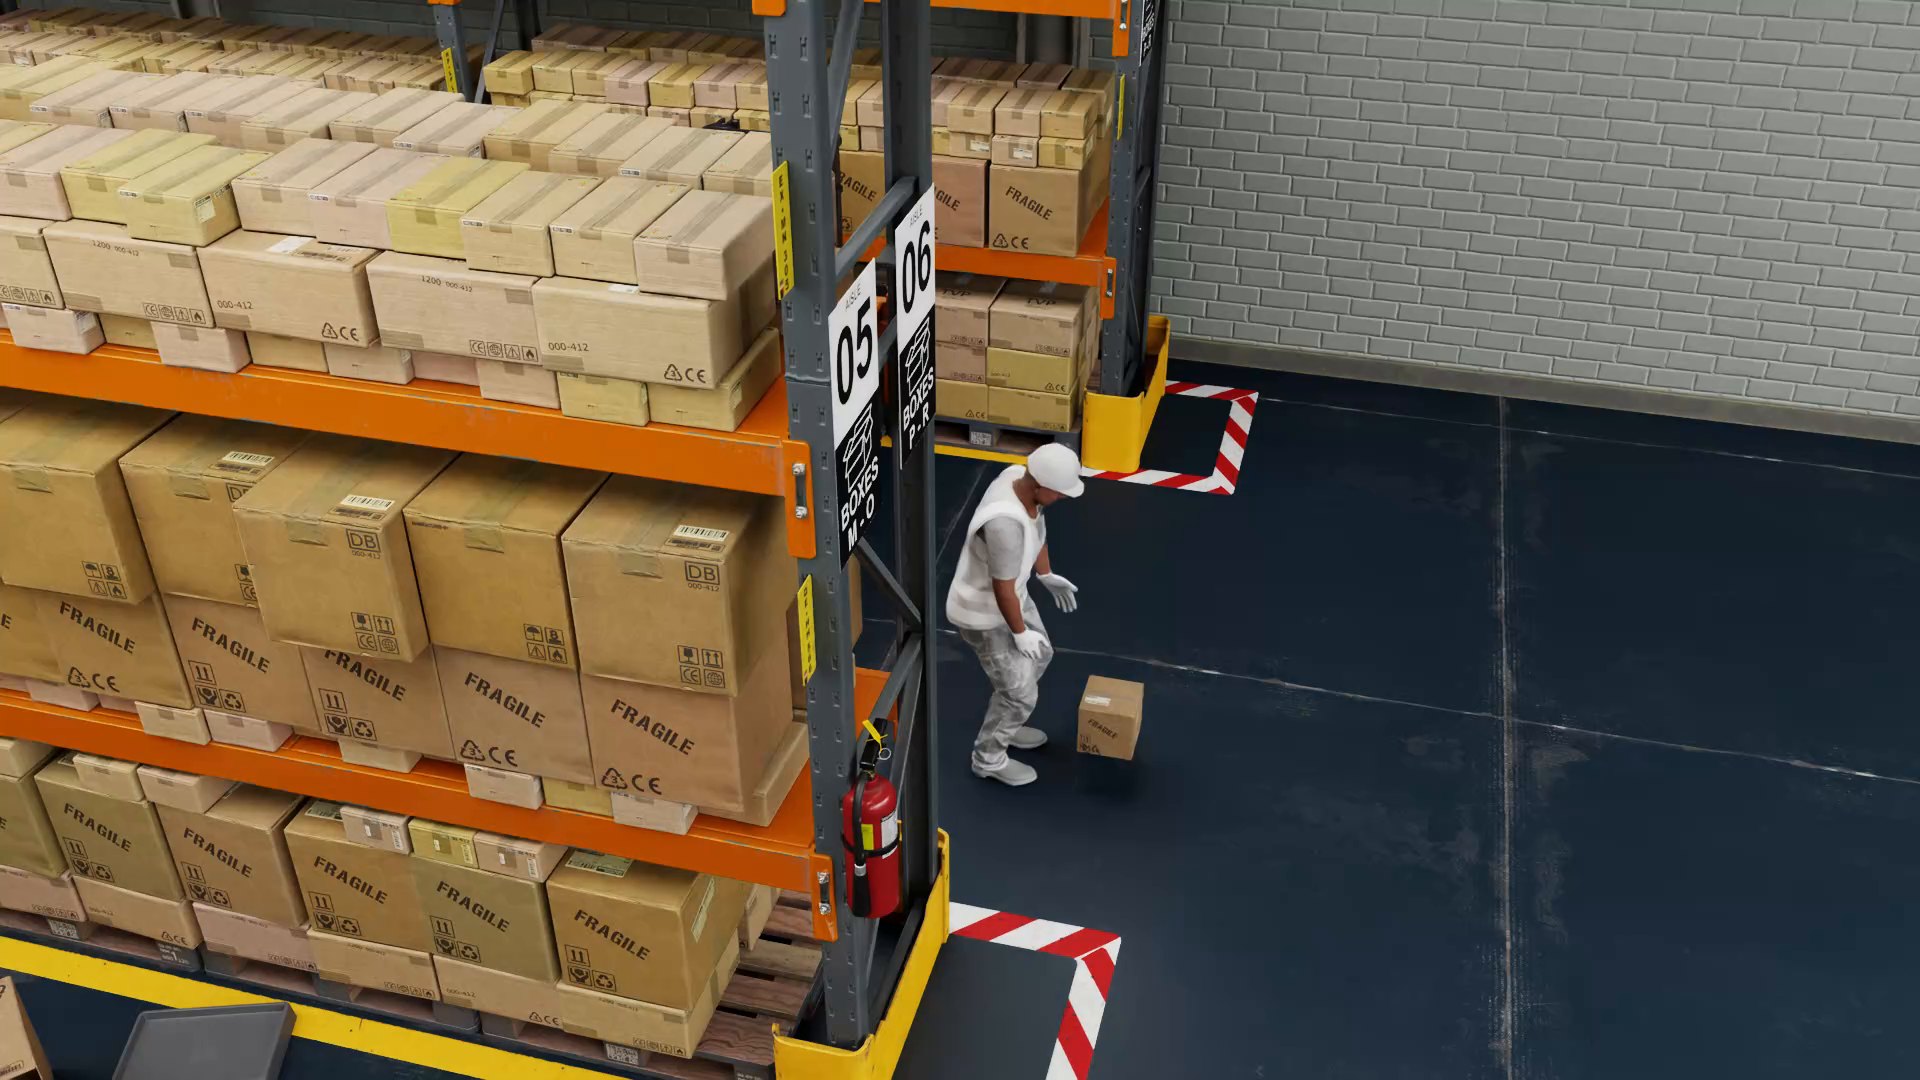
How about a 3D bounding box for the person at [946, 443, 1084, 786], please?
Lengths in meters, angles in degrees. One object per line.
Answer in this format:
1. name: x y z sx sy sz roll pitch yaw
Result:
1. person: 0.241 0.289 7.303 0.561 1.663 0.591 9 34 13
